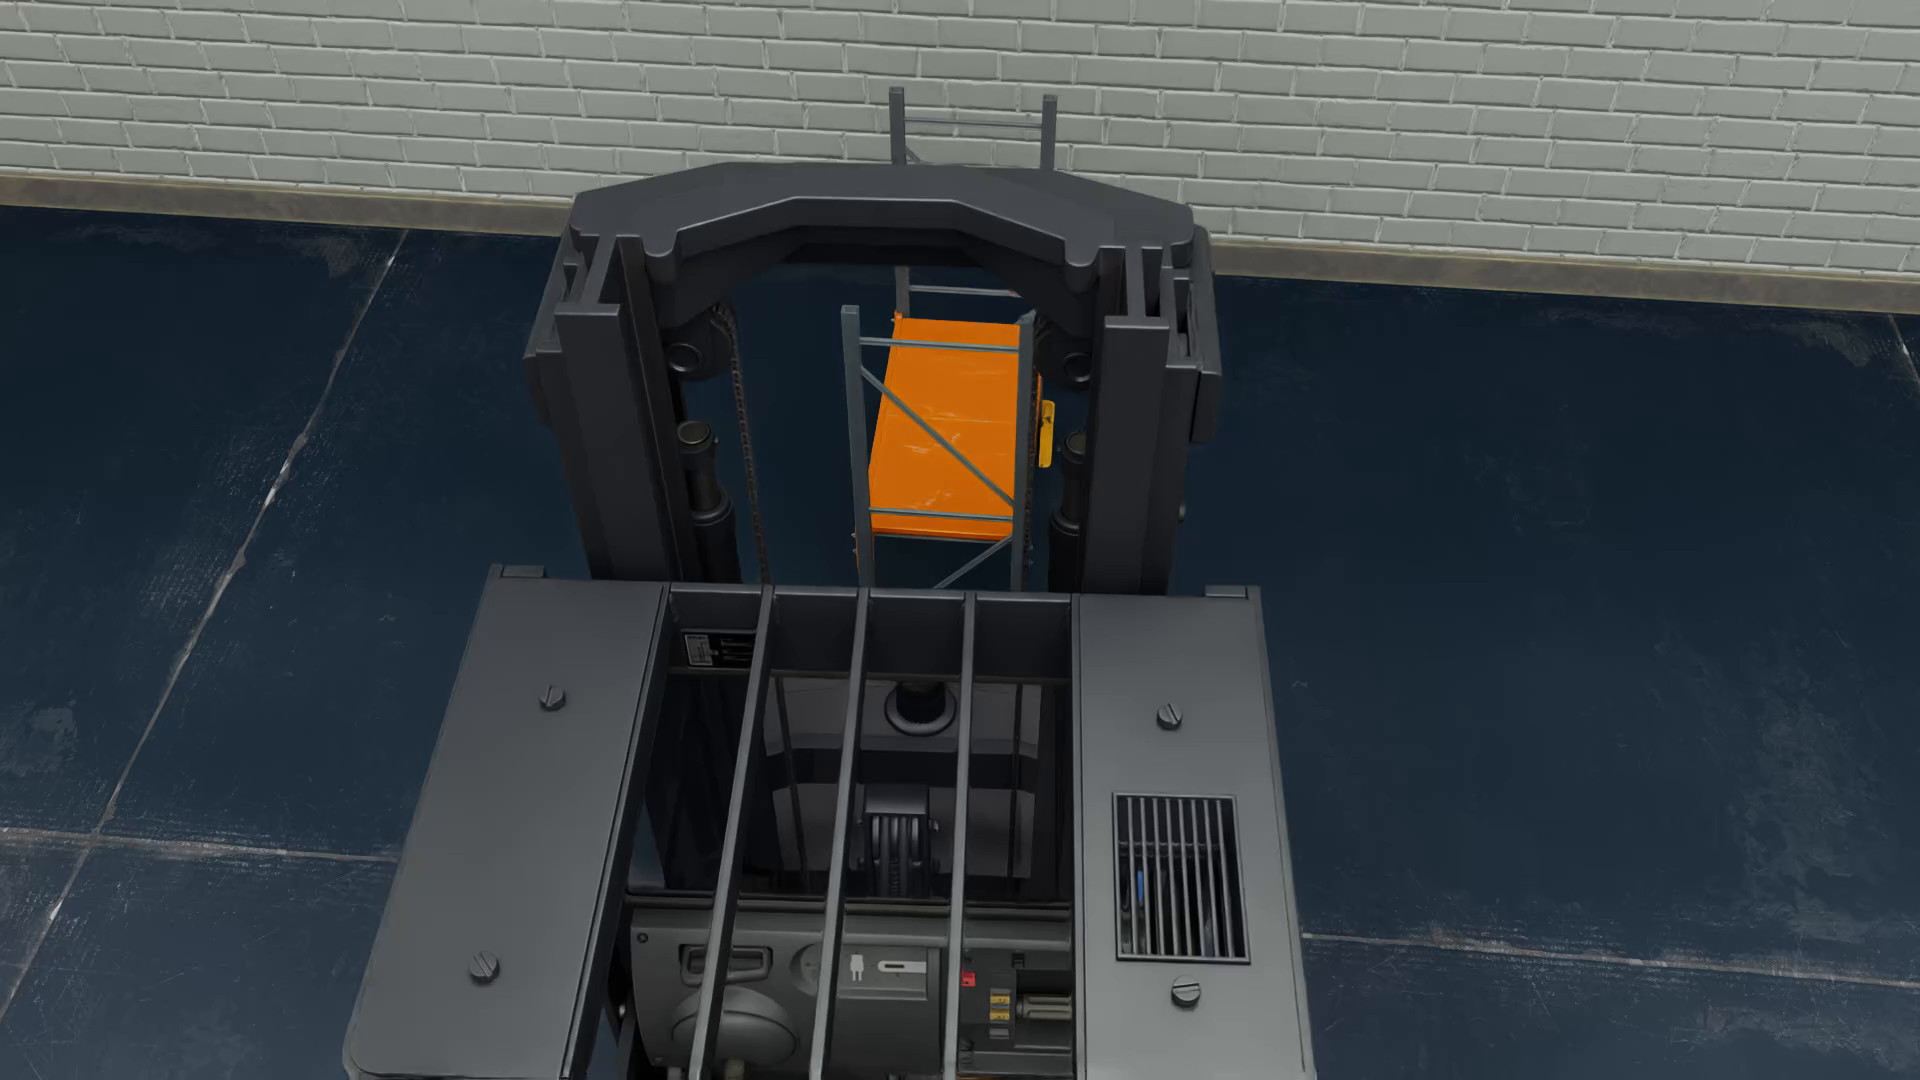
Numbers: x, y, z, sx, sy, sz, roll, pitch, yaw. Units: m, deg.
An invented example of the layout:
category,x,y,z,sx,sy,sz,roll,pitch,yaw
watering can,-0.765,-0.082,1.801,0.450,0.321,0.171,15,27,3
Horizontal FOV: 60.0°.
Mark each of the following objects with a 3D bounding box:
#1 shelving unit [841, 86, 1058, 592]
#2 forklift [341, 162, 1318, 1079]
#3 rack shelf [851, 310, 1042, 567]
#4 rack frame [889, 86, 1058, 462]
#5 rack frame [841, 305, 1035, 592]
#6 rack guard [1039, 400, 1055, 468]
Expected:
category,x,y,z,sx,sy,sz,roll,pitch,yaw
shelving unit,-0.007,-0.450,5.145,0.587,1.500,1.083,4,48,4
forklift,-0.133,0.968,2.878,1.130,2.935,3.031,2,48,1
rack shelf,-0.008,-0.322,5.272,0.538,0.185,1.000,4,48,4
rack frame,0.039,-0.817,5.481,0.500,1.500,0.032,4,48,4
rack frame,-0.054,-0.070,4.798,0.500,1.500,0.032,4,48,4
rack guard,0.038,-0.394,5.941,0.587,0.250,0.087,4,48,4
